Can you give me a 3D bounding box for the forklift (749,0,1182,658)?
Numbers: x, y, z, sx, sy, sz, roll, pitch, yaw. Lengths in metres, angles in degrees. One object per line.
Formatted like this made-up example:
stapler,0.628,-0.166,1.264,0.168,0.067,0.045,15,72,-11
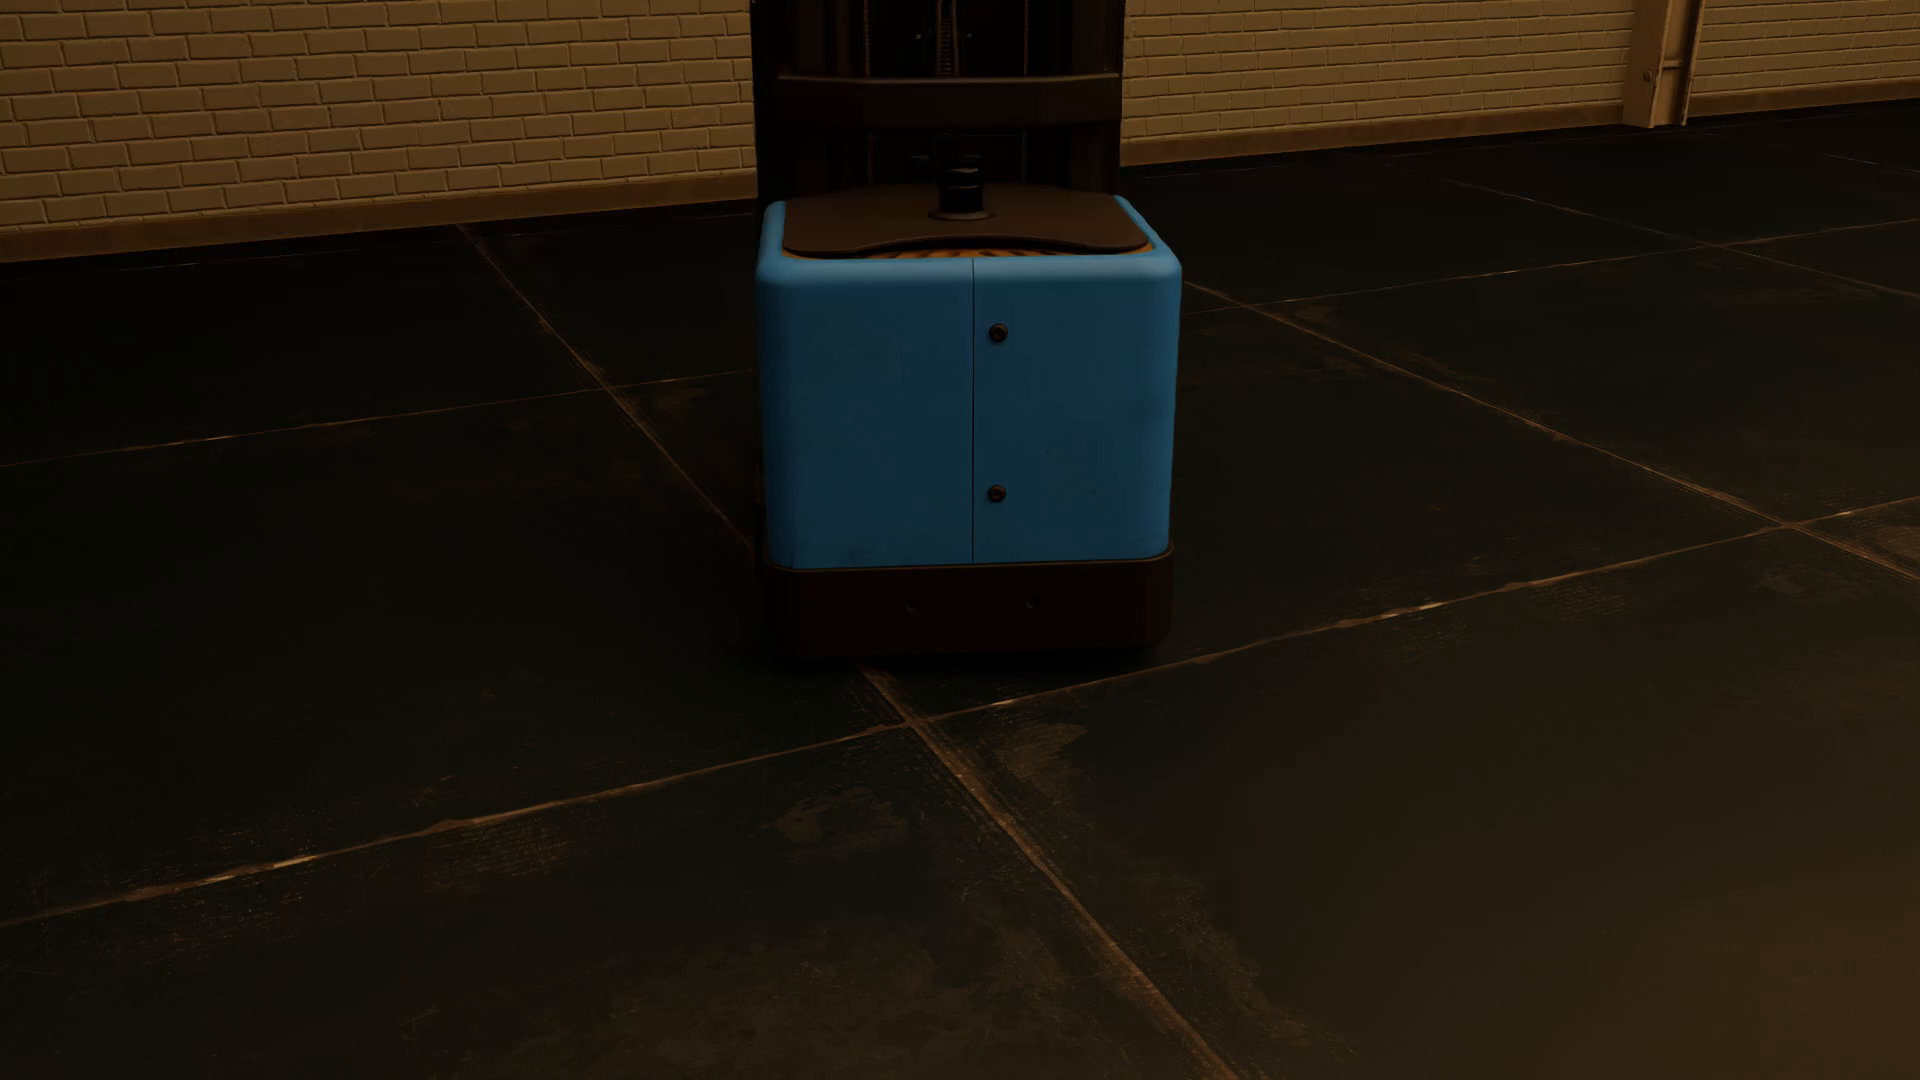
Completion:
forklift,-0.085,-1.580,5.089,1.130,2.935,3.031,-2,23,-4
